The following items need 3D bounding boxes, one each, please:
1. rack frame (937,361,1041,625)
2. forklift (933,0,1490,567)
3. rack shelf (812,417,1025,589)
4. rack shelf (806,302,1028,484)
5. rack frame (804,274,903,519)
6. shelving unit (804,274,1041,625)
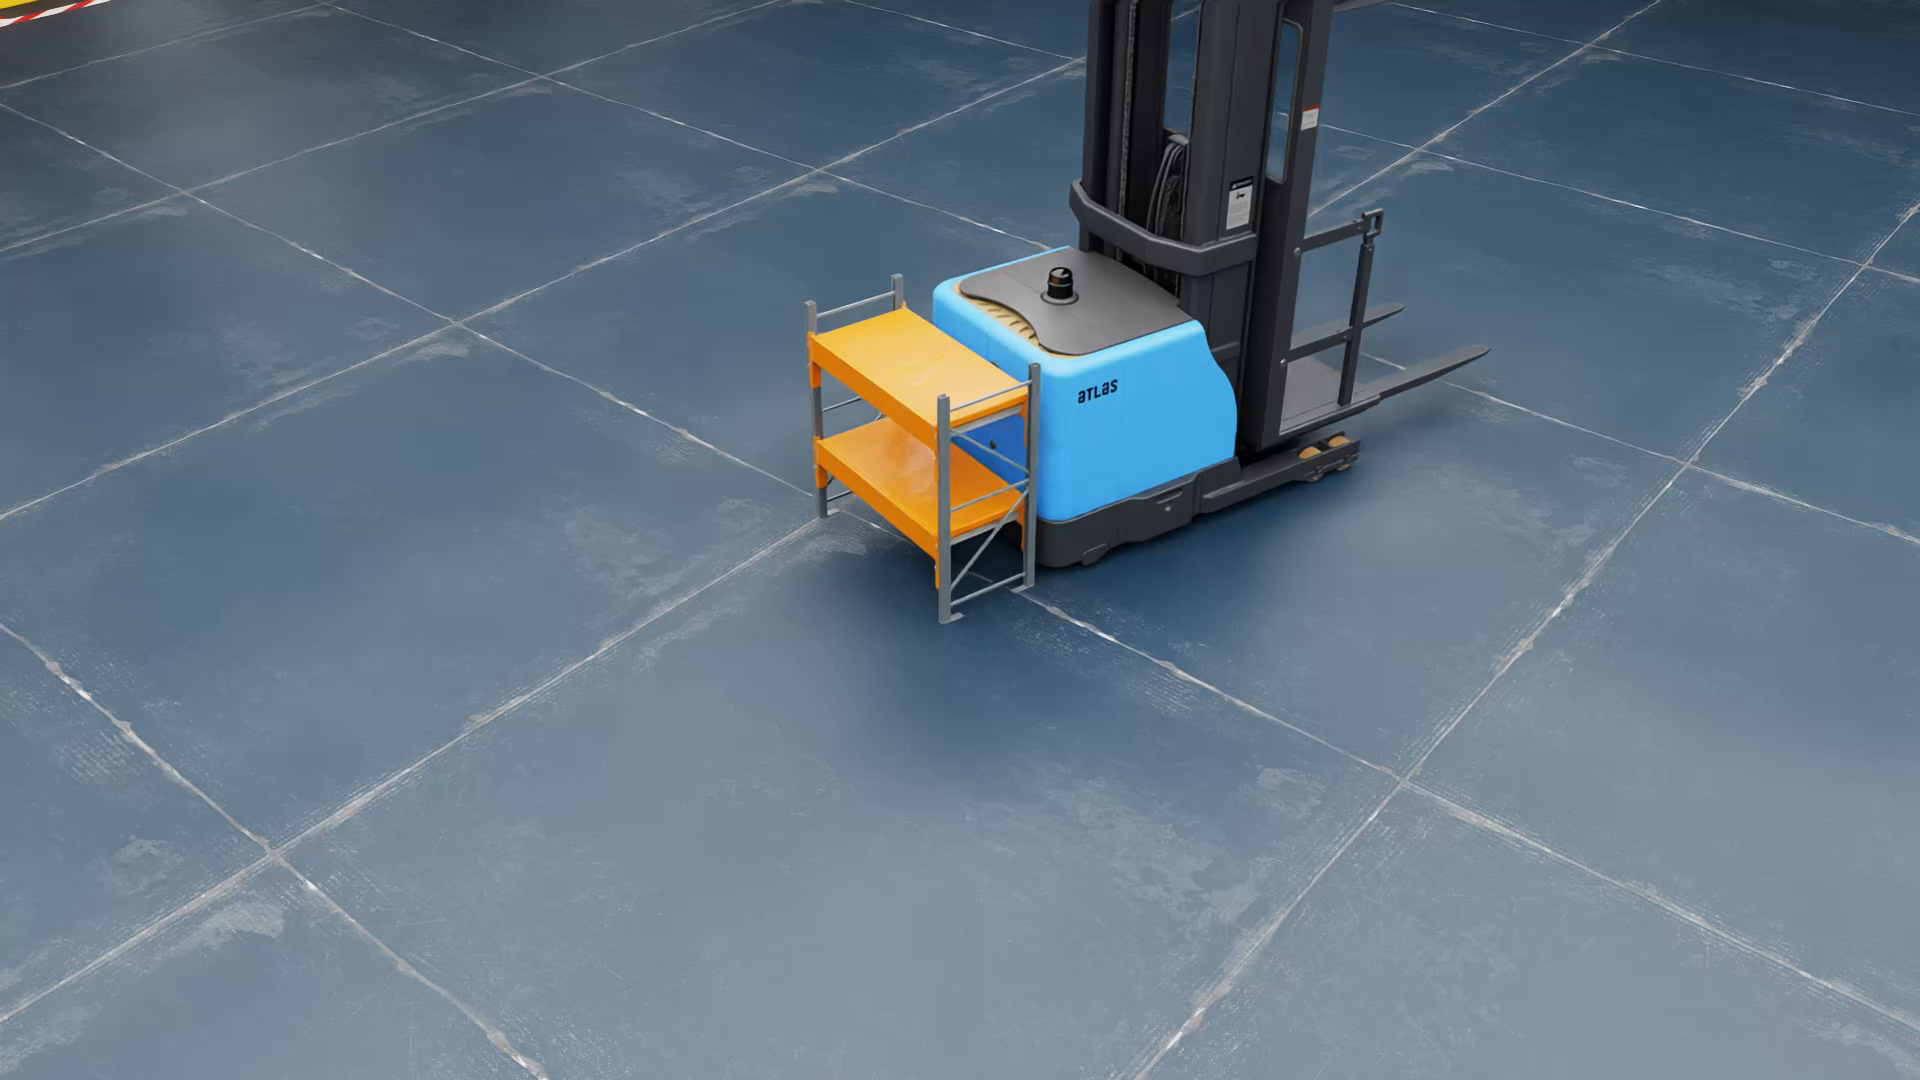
[{"bbox_3d":[0.120,-0.183,7.023,0.500,1.125,0.032,-22,40,-29],"label":"rack frame"},{"bbox_3d":[1.373,-1.724,7.671,3.031,2.935,1.130,-21,39,-27],"label":"forklift"},{"bbox_3d":[-0.175,-0.216,7.503,0.538,0.278,1.000,-22,40,-29],"label":"rack shelf"},{"bbox_3d":[-0.175,-0.659,7.198,0.538,0.278,1.000,-22,40,-29],"label":"rack shelf"},{"bbox_3d":[-0.470,-0.652,7.705,0.500,1.125,0.032,-22,40,-29],"label":"rack frame"},{"bbox_3d":[-0.175,-0.417,7.364,0.538,1.125,1.048,-22,40,-29],"label":"shelving unit"}]
